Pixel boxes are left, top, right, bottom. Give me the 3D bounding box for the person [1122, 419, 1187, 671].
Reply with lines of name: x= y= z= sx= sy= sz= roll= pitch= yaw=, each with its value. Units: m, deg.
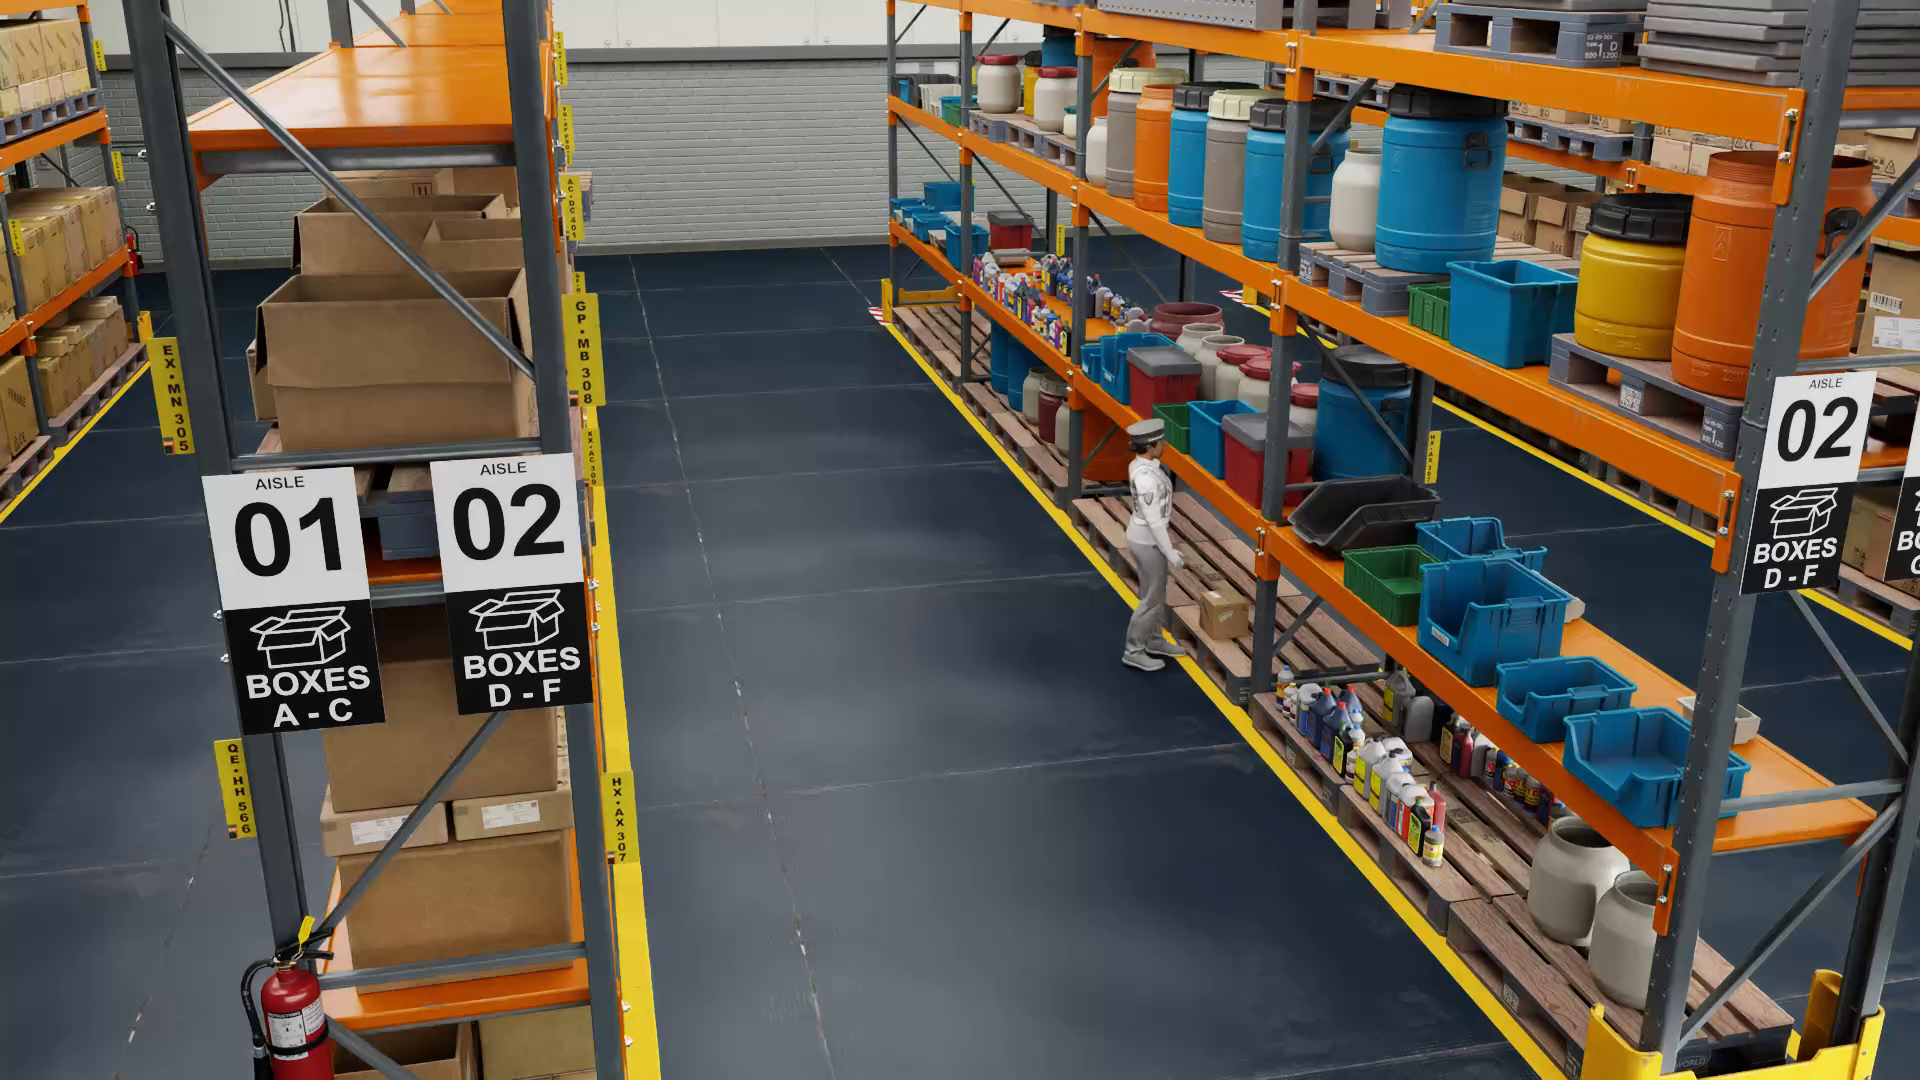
person: x=1.305 y=0.027 z=10.949 sx=0.464 sy=1.692 sz=0.519 roll=1 pitch=20 yaw=3
